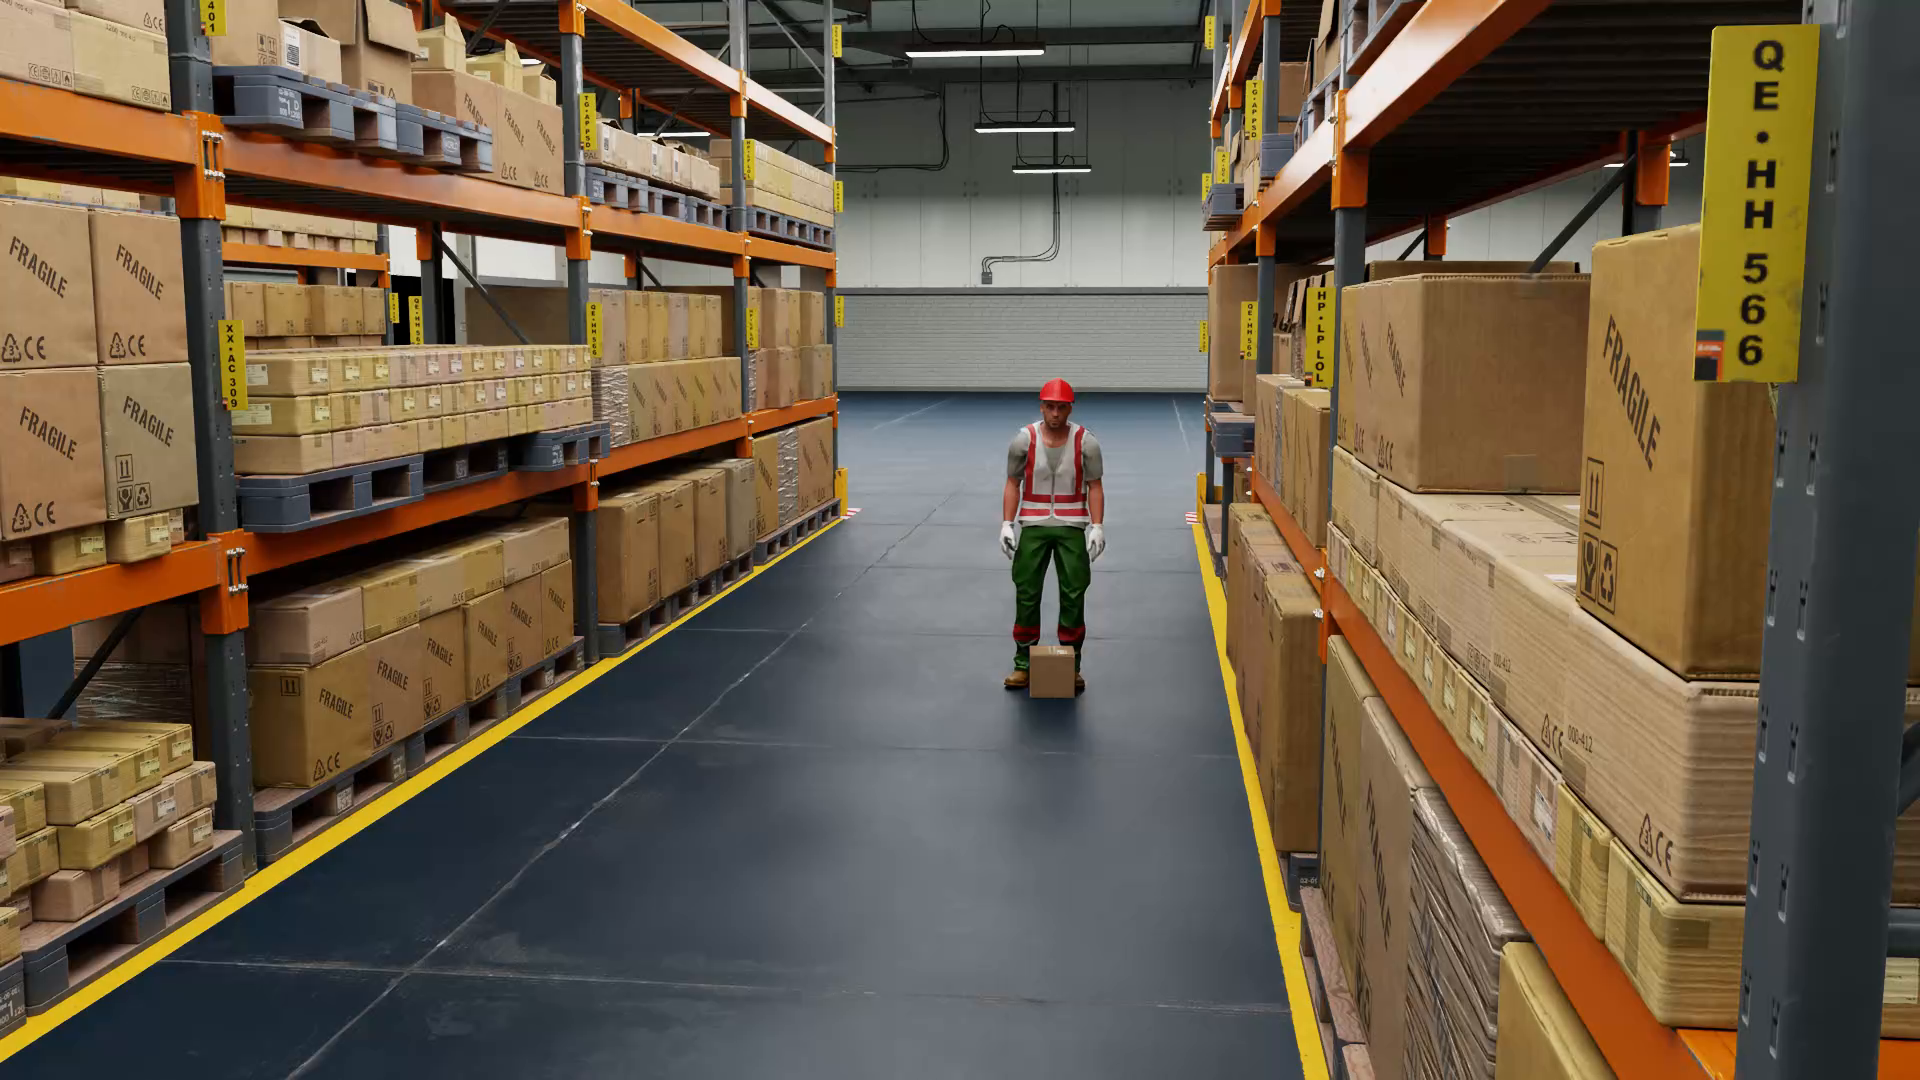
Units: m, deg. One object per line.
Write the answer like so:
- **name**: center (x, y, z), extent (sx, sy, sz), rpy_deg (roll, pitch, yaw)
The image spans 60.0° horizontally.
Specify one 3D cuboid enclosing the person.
- **person**: center (0.529, -0.041, 9.543), extent (0.608, 1.779, 0.451), rpy_deg (1, 8, 6)
